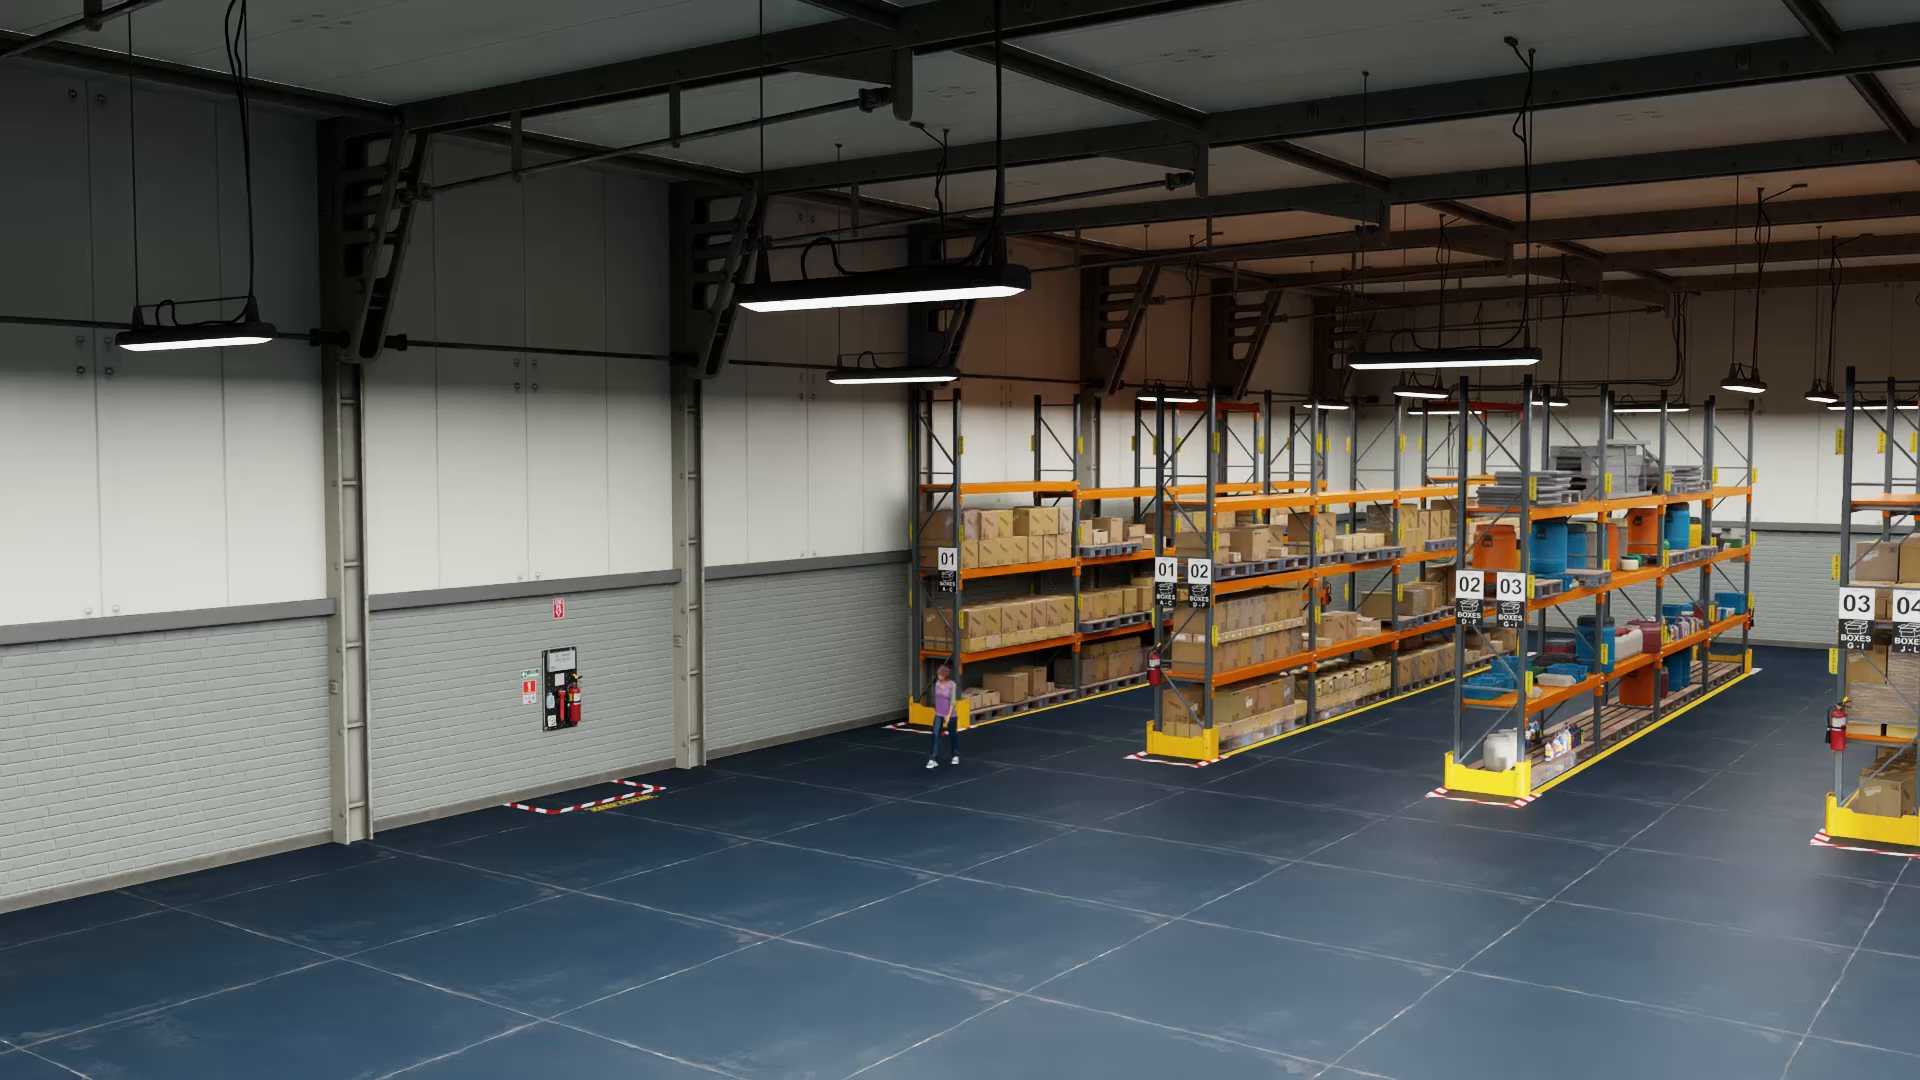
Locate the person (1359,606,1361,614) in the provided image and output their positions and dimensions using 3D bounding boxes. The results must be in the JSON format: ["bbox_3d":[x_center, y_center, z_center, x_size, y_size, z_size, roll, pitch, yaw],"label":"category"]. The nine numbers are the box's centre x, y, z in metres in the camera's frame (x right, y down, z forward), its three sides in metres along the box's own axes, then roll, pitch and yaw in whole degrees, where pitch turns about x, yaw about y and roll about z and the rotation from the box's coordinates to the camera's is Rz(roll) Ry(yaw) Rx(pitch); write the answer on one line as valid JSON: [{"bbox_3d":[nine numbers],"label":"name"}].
[{"bbox_3d":[9.517,2.007,38.258,0.688,1.631,0.719,3,5,45],"label":"person"}]

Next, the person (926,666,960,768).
[{"bbox_3d":[-0.258,2.733,25.754,0.434,1.562,0.892,2,4,25],"label":"person"}]
